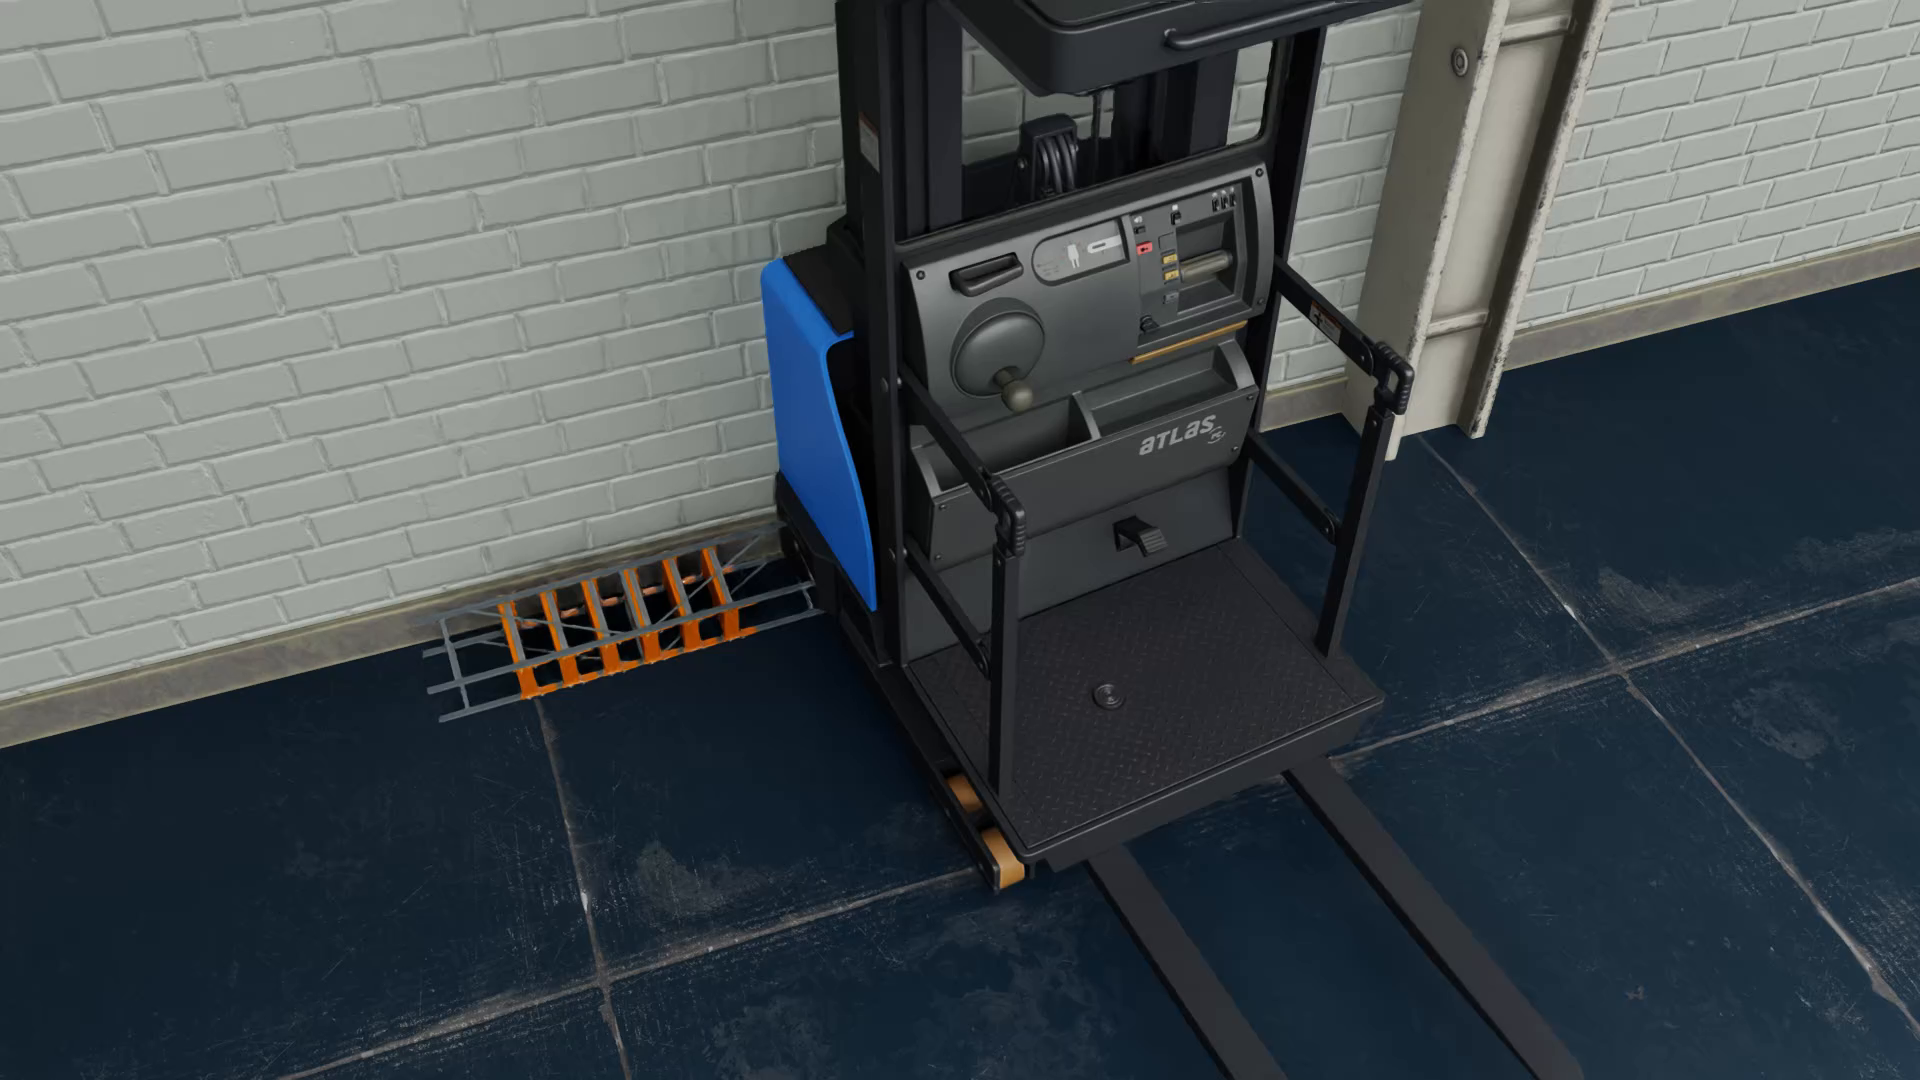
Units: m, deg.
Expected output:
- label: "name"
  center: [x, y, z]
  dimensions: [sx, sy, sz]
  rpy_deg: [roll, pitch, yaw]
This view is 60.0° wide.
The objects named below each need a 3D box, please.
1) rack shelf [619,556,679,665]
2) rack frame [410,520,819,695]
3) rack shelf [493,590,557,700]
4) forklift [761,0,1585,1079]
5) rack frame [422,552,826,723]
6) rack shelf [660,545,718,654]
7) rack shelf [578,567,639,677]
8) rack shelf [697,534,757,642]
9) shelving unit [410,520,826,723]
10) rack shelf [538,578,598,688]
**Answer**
- label: "rack shelf"
  center: [-0.912, 0.206, 4.865]
  dimensions: [0.103, 0.180, 0.258]
  rpy_deg: [-16, 62, -15]
- label: "rack frame"
  center: [-0.945, 0.170, 4.775]
  dimensions: [1.200, 0.006, 0.240]
  rpy_deg: [-16, 62, -15]
- label: "rack shelf"
  center: [-1.246, 0.300, 4.770]
  dimensions: [0.103, 0.180, 0.258]
  rpy_deg: [-16, 62, -15]
- label: "forklift"
  center: [0.417, -0.494, 3.673]
  dimensions: [1.130, 2.935, 3.031]
  rpy_deg: [-20, 48, -19]
- label: "rack frame"
  center: [-0.962, 0.265, 4.931]
  dimensions: [1.200, 0.006, 0.240]
  rpy_deg: [-16, 62, -15]
- label: "rack shelf"
  center: [-0.801, 0.175, 4.896]
  dimensions: [0.103, 0.180, 0.258]
  rpy_deg: [-16, 62, -15]
- label: "rack shelf"
  center: [-1.024, 0.237, 4.833]
  dimensions: [0.103, 0.180, 0.258]
  rpy_deg: [-16, 62, -15]
- label: "rack shelf"
  center: [-0.689, 0.143, 4.928]
  dimensions: [0.103, 0.180, 0.258]
  rpy_deg: [-16, 62, -15]
- label: "shelving unit"
  center: [-0.953, 0.218, 4.853]
  dimensions: [1.200, 0.189, 0.258]
  rpy_deg: [-16, 62, -15]
- label: "rack shelf"
  center: [-1.135, 0.269, 4.802]
  dimensions: [0.103, 0.180, 0.258]
  rpy_deg: [-16, 62, -15]
